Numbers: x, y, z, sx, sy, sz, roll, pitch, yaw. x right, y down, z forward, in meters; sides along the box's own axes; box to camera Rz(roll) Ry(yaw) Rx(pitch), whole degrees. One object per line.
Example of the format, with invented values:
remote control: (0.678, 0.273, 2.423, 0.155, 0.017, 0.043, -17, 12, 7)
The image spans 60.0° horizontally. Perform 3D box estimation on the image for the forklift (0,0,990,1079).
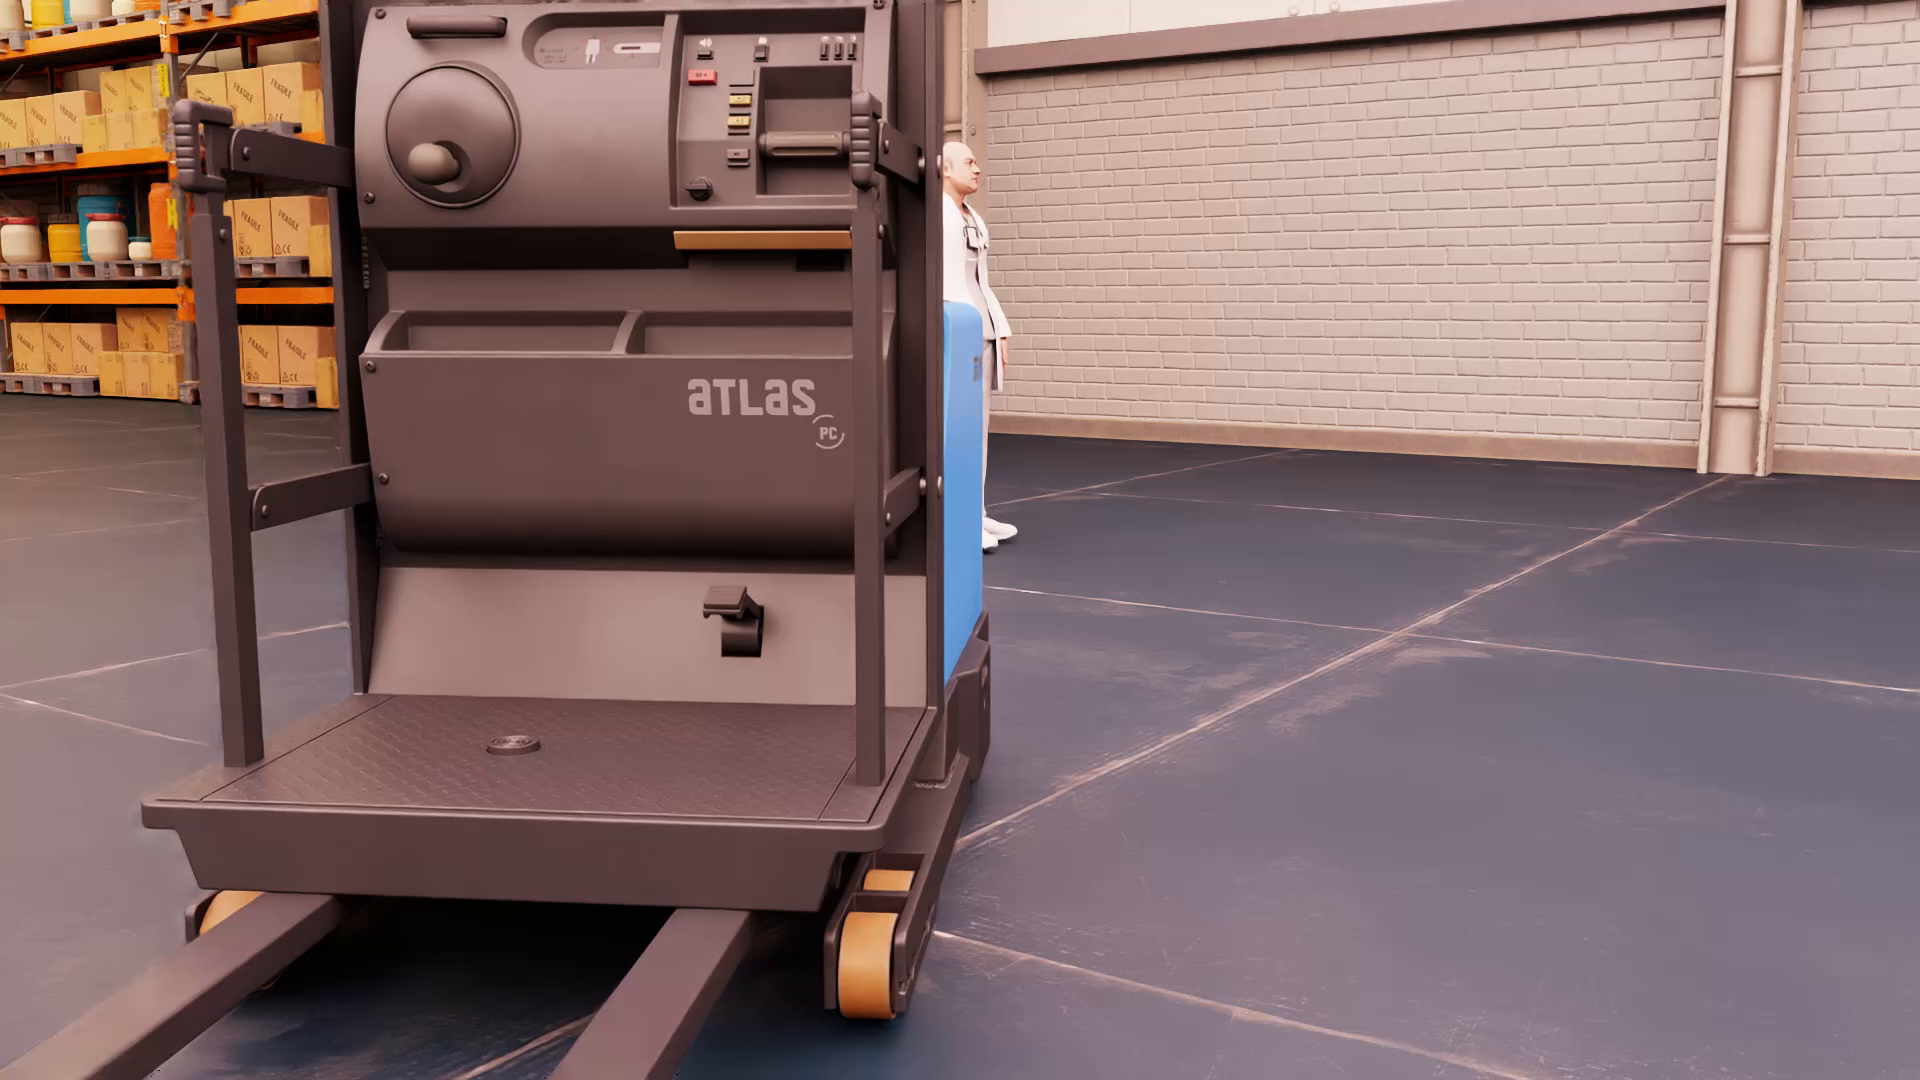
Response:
forklift: (-0.598, -0.776, 2.649, 1.130, 2.935, 3.031, 1, 8, 6)

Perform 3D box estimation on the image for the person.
person: (0.072, -0.879, 7.424, 0.581, 1.775, 0.696, 5, 10, 34)
